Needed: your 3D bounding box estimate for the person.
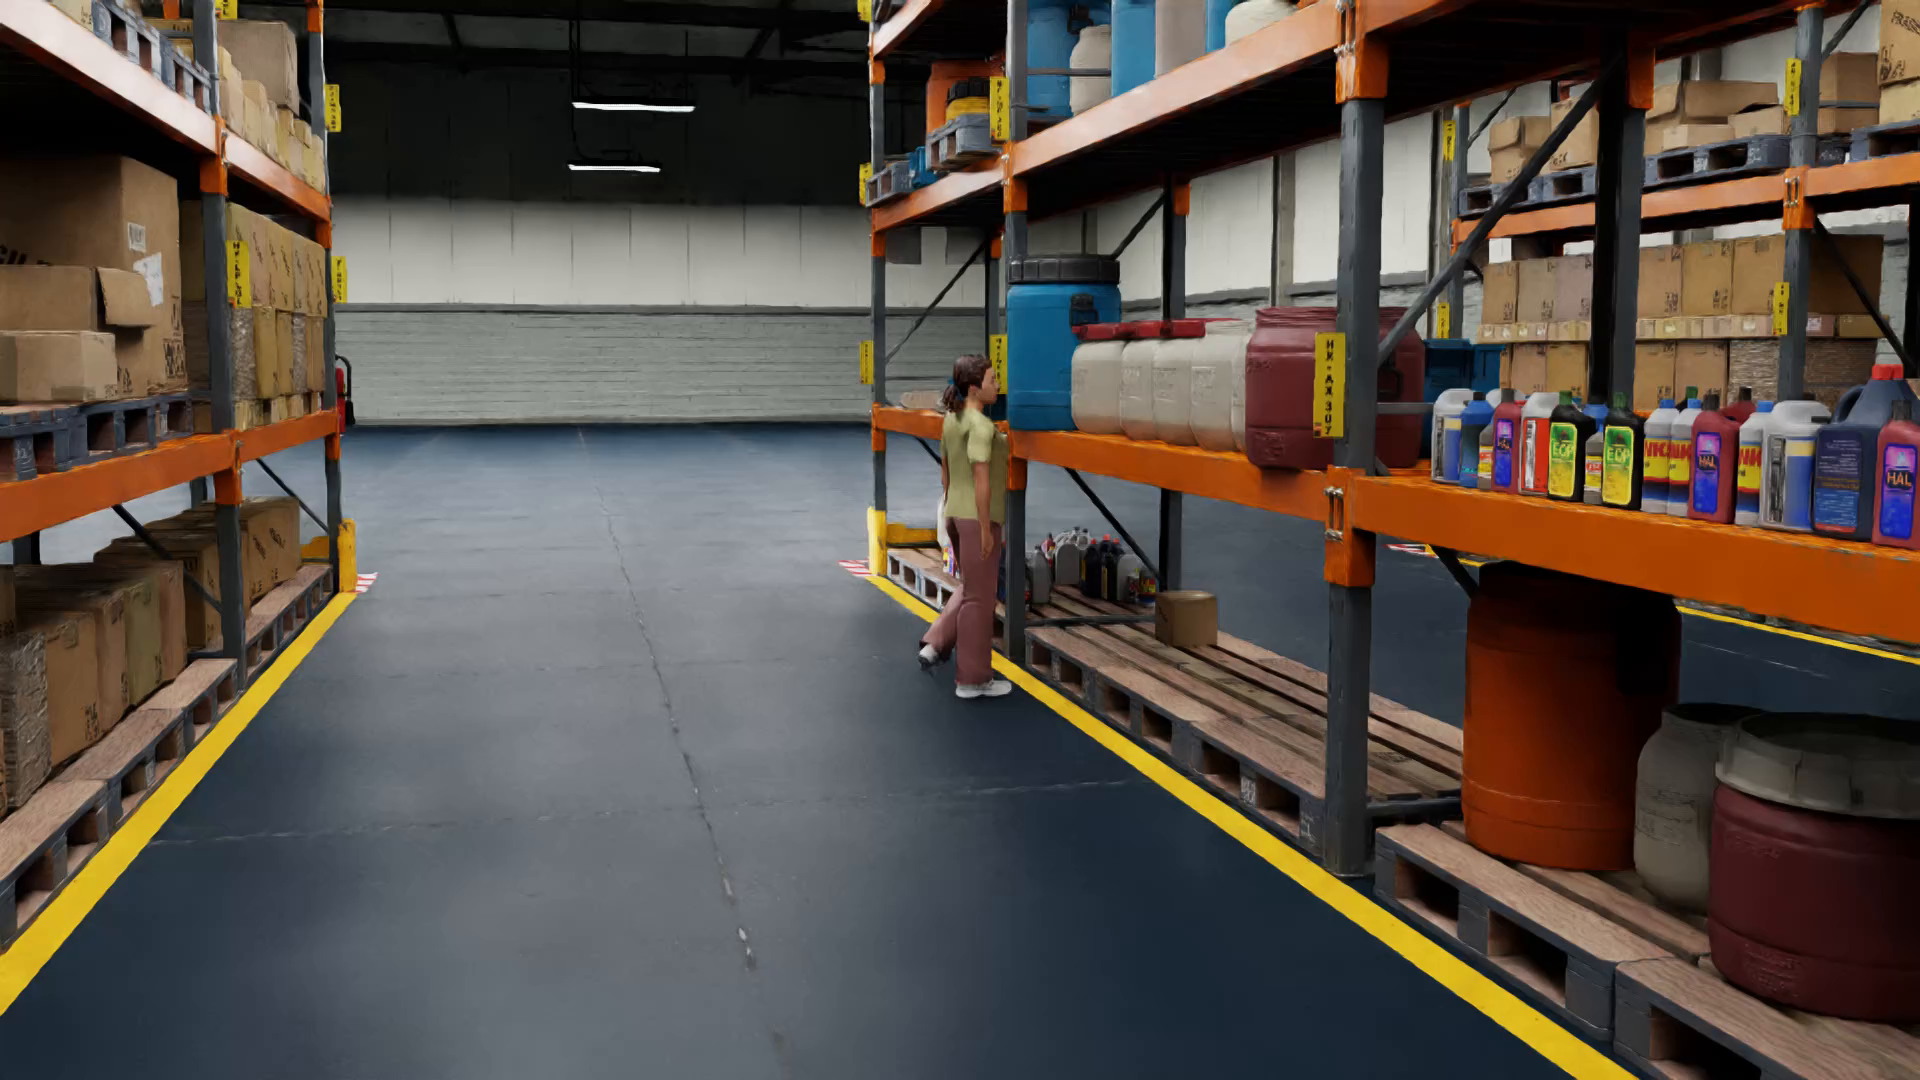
[{"bbox_3d":[0.024,-0.066,8.136,0.468,1.674,0.489,-3,7,-25],"label":"person"}]
